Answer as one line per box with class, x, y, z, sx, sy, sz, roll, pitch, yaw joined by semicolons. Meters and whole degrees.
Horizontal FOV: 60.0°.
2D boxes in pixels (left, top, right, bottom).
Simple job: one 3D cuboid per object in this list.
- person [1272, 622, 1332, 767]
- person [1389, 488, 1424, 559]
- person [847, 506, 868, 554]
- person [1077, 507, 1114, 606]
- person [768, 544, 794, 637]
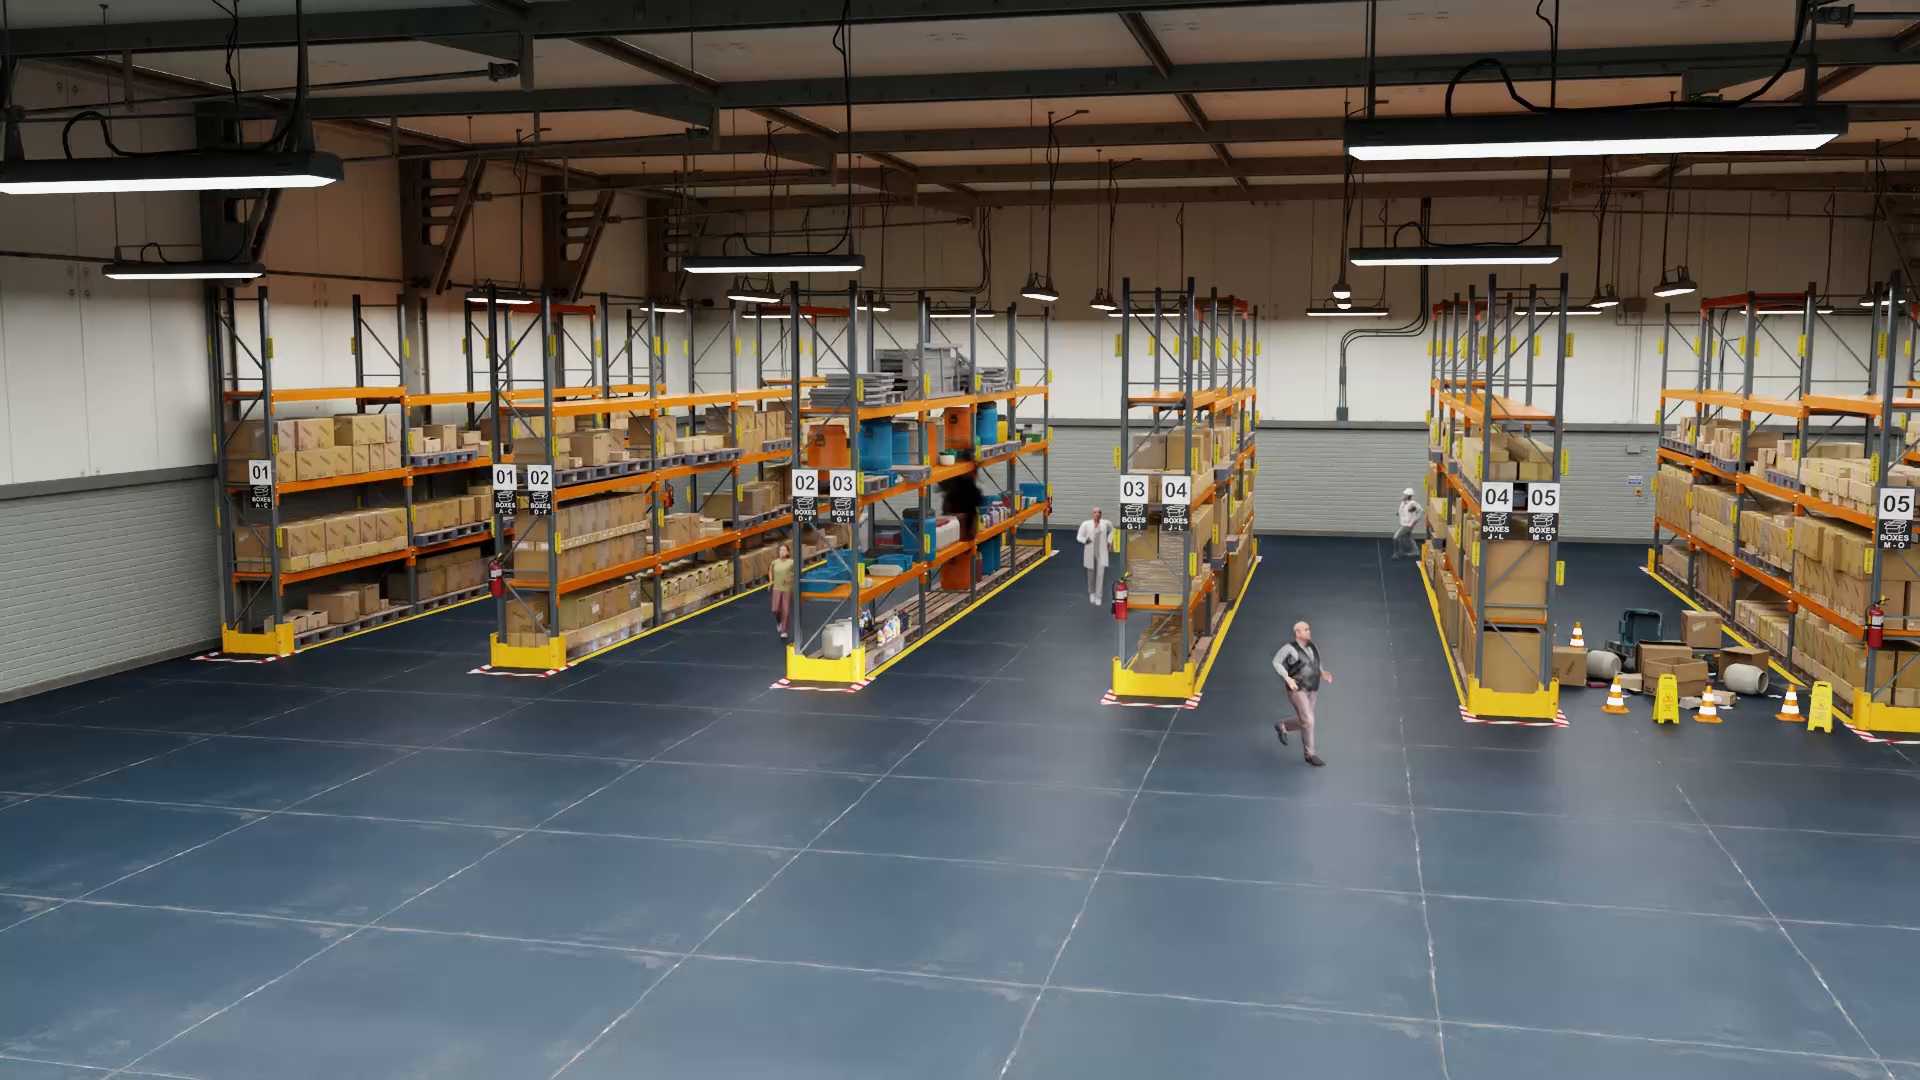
person;4.134;1.847;20.254;0.662;1.719;0.875;-5;8;-37
person;10.663;-0.368;39.525;0.766;1.762;0.787;-1;7;-7
person;-2.228;-0.118;36.912;0.598;1.461;0.723;1;7;7
person;2.507;0.302;30.622;0.714;1.826;0.962;0;7;2
person;-3.052;0.881;28.614;0.580;1.622;0.539;1;7;7
